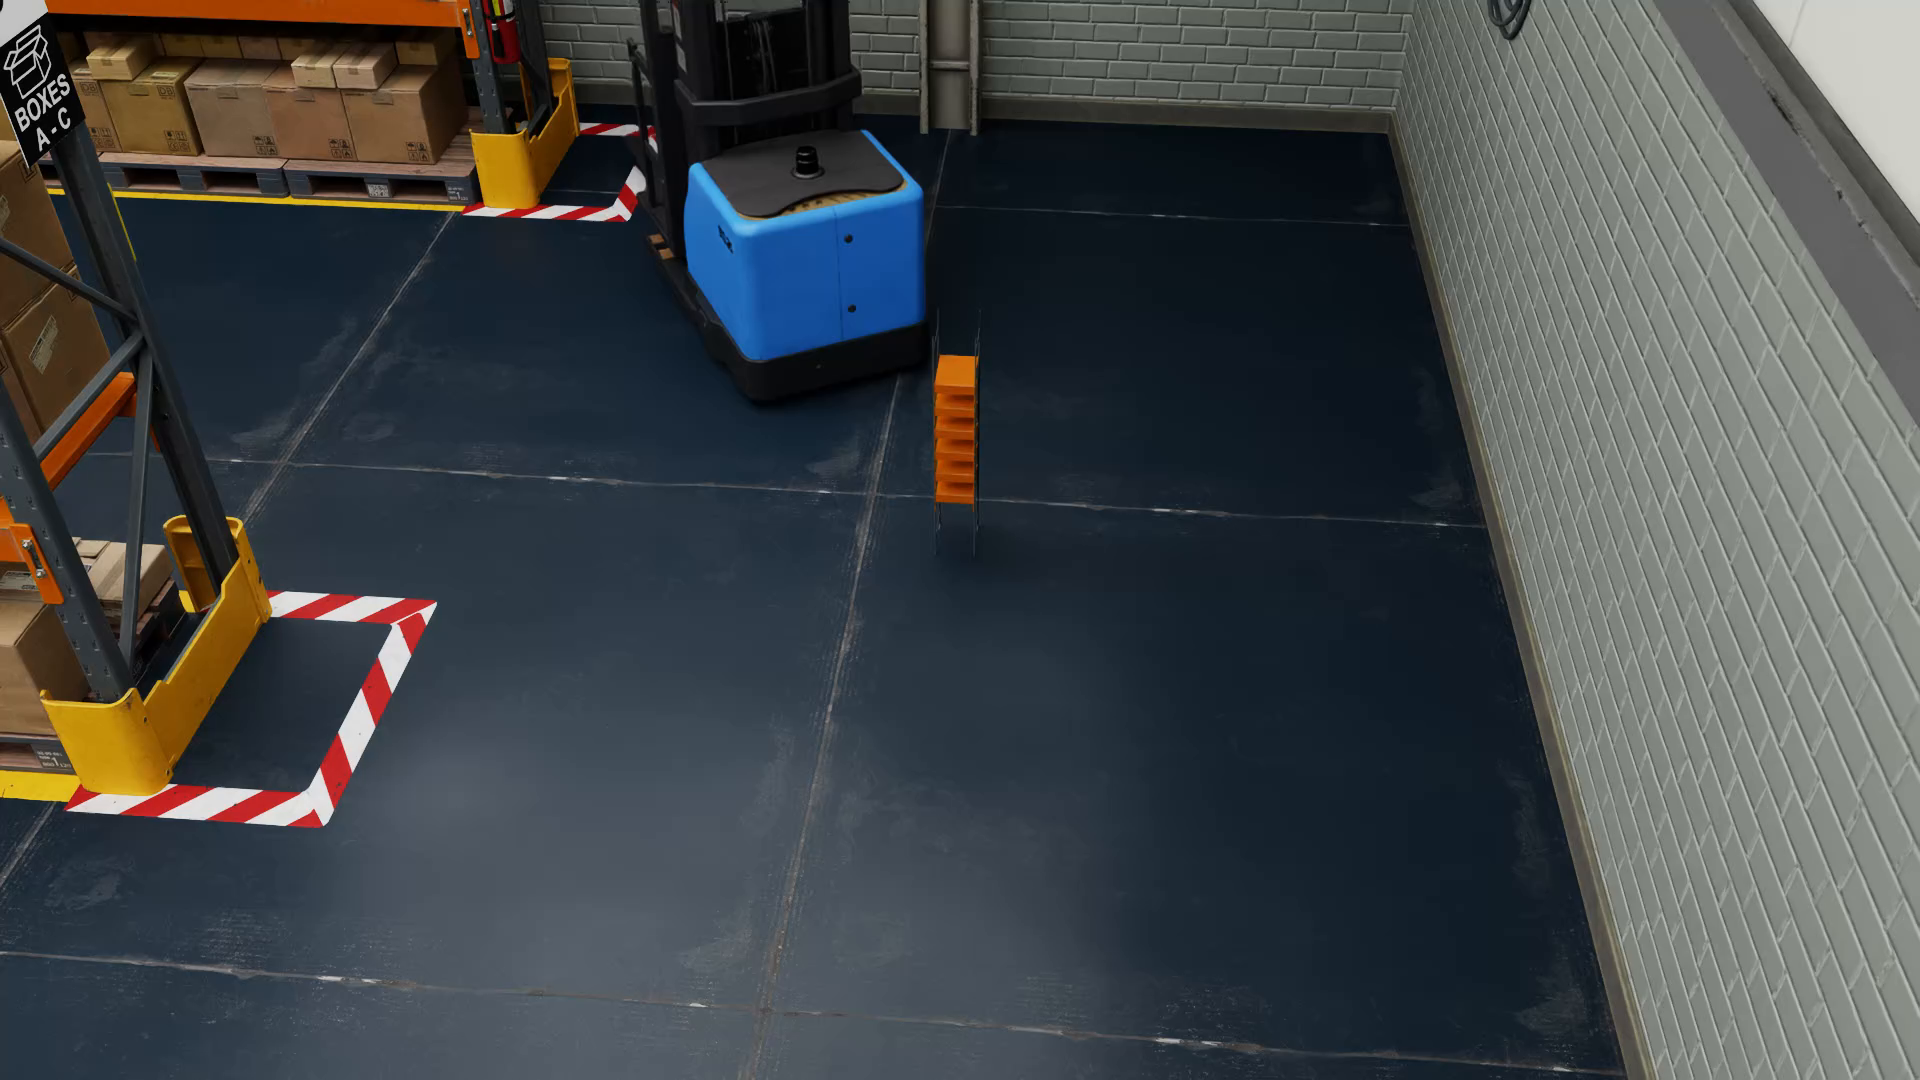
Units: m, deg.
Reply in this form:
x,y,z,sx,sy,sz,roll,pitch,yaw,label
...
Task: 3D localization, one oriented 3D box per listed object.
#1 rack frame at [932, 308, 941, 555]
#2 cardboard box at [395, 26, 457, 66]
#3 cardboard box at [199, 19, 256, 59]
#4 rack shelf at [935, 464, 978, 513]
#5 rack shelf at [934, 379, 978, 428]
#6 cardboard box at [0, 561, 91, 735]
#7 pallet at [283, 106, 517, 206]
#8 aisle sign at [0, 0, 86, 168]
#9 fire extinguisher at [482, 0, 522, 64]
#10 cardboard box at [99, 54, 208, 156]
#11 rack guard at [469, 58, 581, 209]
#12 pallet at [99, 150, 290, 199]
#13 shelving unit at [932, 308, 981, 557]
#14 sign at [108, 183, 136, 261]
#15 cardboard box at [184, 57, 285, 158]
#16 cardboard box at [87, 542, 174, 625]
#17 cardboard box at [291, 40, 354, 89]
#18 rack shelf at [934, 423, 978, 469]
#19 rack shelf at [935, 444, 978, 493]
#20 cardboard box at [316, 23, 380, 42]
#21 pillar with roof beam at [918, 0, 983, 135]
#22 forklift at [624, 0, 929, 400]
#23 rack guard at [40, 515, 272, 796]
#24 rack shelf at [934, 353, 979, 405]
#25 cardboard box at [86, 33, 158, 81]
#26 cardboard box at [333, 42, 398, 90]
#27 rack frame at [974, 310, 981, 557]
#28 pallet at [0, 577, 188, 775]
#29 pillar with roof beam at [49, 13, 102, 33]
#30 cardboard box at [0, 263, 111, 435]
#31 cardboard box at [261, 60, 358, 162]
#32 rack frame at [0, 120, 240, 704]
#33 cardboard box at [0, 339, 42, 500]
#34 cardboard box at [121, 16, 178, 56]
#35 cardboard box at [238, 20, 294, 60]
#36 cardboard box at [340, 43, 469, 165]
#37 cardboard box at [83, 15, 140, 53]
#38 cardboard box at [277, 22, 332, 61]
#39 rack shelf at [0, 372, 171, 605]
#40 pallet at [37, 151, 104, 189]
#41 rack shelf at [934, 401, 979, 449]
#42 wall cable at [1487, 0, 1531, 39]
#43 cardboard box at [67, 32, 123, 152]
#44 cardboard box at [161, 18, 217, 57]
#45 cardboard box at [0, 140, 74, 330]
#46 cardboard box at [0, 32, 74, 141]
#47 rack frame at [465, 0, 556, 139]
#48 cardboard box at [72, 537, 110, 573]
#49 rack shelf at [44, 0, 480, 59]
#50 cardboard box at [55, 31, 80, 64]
x,y,z,sx,sy,sz,roll,pitch,yaw,label
-0.106,-0.471,7.549,0.006,1.200,0.240,3,39,4,rack frame
-3.390,-3.162,10.562,0.250,0.149,0.380,3,39,4,cardboard box
-4.653,-3.230,10.646,0.250,0.149,0.380,4,39,4,cardboard box
-0.014,-0.246,7.722,0.180,0.103,0.258,3,39,4,rack shelf
-0.014,-0.618,7.419,0.180,0.103,0.258,3,39,4,rack shelf
-3.813,0.417,6.663,0.500,0.500,0.500,3,39,4,cardboard box
-3.629,-2.535,10.868,1.213,0.211,1.003,3,39,4,pallet
-3.156,-1.696,5.569,0.004,0.787,0.394,3,39,4,aisle sign
-2.716,-3.149,9.770,0.183,0.674,0.296,3,39,4,fire extinguisher
-5.063,-2.870,10.717,0.500,0.500,0.700,4,39,5,cardboard box
-2.802,-2.652,10.782,0.348,0.500,1.175,3,39,4,rack guard
-4.841,-2.603,10.952,1.213,0.211,1.003,3,39,4,pallet
-0.014,-0.466,7.543,0.189,1.200,0.258,3,39,4,shelving unit
-3.203,-1.184,6.313,0.005,0.325,0.100,3,39,4,sign
-4.532,-2.845,10.687,0.500,0.500,0.700,2,39,2,cardboard box
-3.637,0.189,7.222,0.250,0.149,0.380,3,39,4,cardboard box
-3.930,-2.949,10.300,0.250,0.149,0.380,4,39,5,cardboard box
-0.014,-0.432,7.571,0.180,0.103,0.258,3,39,4,rack shelf
-0.014,-0.339,7.646,0.180,0.103,0.258,3,39,4,rack shelf
-3.895,-3.189,10.596,0.250,0.149,0.380,3,39,4,cardboard box
-0.433,-3.639,5.262,0.400,9.000,9.100,3,39,4,pillar with roof beam
-1.240,-2.795,9.033,1.130,2.935,3.031,-16,42,-19,forklift
-3.325,0.458,6.961,0.348,0.500,1.175,3,39,4,rack guard
-0.014,-0.711,7.343,0.180,0.103,0.258,3,39,4,rack shelf
-5.229,-3.018,10.386,0.250,0.149,0.380,2,39,3,cardboard box
-3.676,-2.935,10.284,0.250,0.149,0.380,3,39,3,cardboard box
0.077,-0.461,7.537,0.006,1.200,0.240,3,39,4,rack frame
-4.120,0.528,7.105,1.213,0.211,1.003,3,39,4,pallet
-6.410,-3.965,5.664,0.400,9.000,9.100,3,39,4,pillar with roof beam
-3.669,-0.736,6.369,0.500,0.500,0.500,4,39,5,cardboard box
-4.030,-2.818,10.654,0.500,0.500,0.700,3,39,4,cardboard box
-3.250,-0.507,6.167,0.127,3.000,1.000,3,39,4,rack frame
-3.719,-0.399,5.955,0.500,0.500,0.500,4,39,5,cardboard box
-5.163,-3.257,10.680,0.250,0.149,0.380,4,39,4,cardboard box
-4.398,-3.216,10.629,0.250,0.149,0.380,4,39,4,cardboard box
-3.532,-2.791,10.621,0.500,0.500,0.700,3,39,4,cardboard box
-5.414,-3.272,10.697,0.250,0.149,0.380,2,39,2,cardboard box
-4.144,-3.203,10.613,0.250,0.149,0.380,3,39,4,cardboard box
-5.242,-0.337,6.528,4.000,0.370,1.077,3,39,4,rack shelf
-6.060,-2.668,11.031,1.213,0.211,1.003,3,39,4,pallet
-0.014,-0.525,7.495,0.180,0.103,0.258,3,39,4,rack shelf
2.778,-4.212,8.427,0.112,2.526,3.097,3,39,4,wall cable
-5.575,-2.899,10.754,0.500,0.500,0.700,3,39,3,cardboard box
-4.906,-3.244,10.663,0.250,0.149,0.380,2,39,3,cardboard box
-3.669,-1.123,6.053,0.500,0.500,0.500,4,39,5,cardboard box
-6.075,-2.929,10.790,0.500,0.500,0.700,4,39,4,cardboard box
-2.826,-3.622,9.995,0.127,3.000,1.000,3,39,4,rack frame
-3.886,0.169,7.233,0.250,0.166,0.380,3,39,4,cardboard box
-4.819,-3.452,10.356,4.000,0.370,1.077,3,39,4,rack shelf
-5.749,-3.047,10.421,0.250,0.149,0.380,4,39,5,cardboard box
